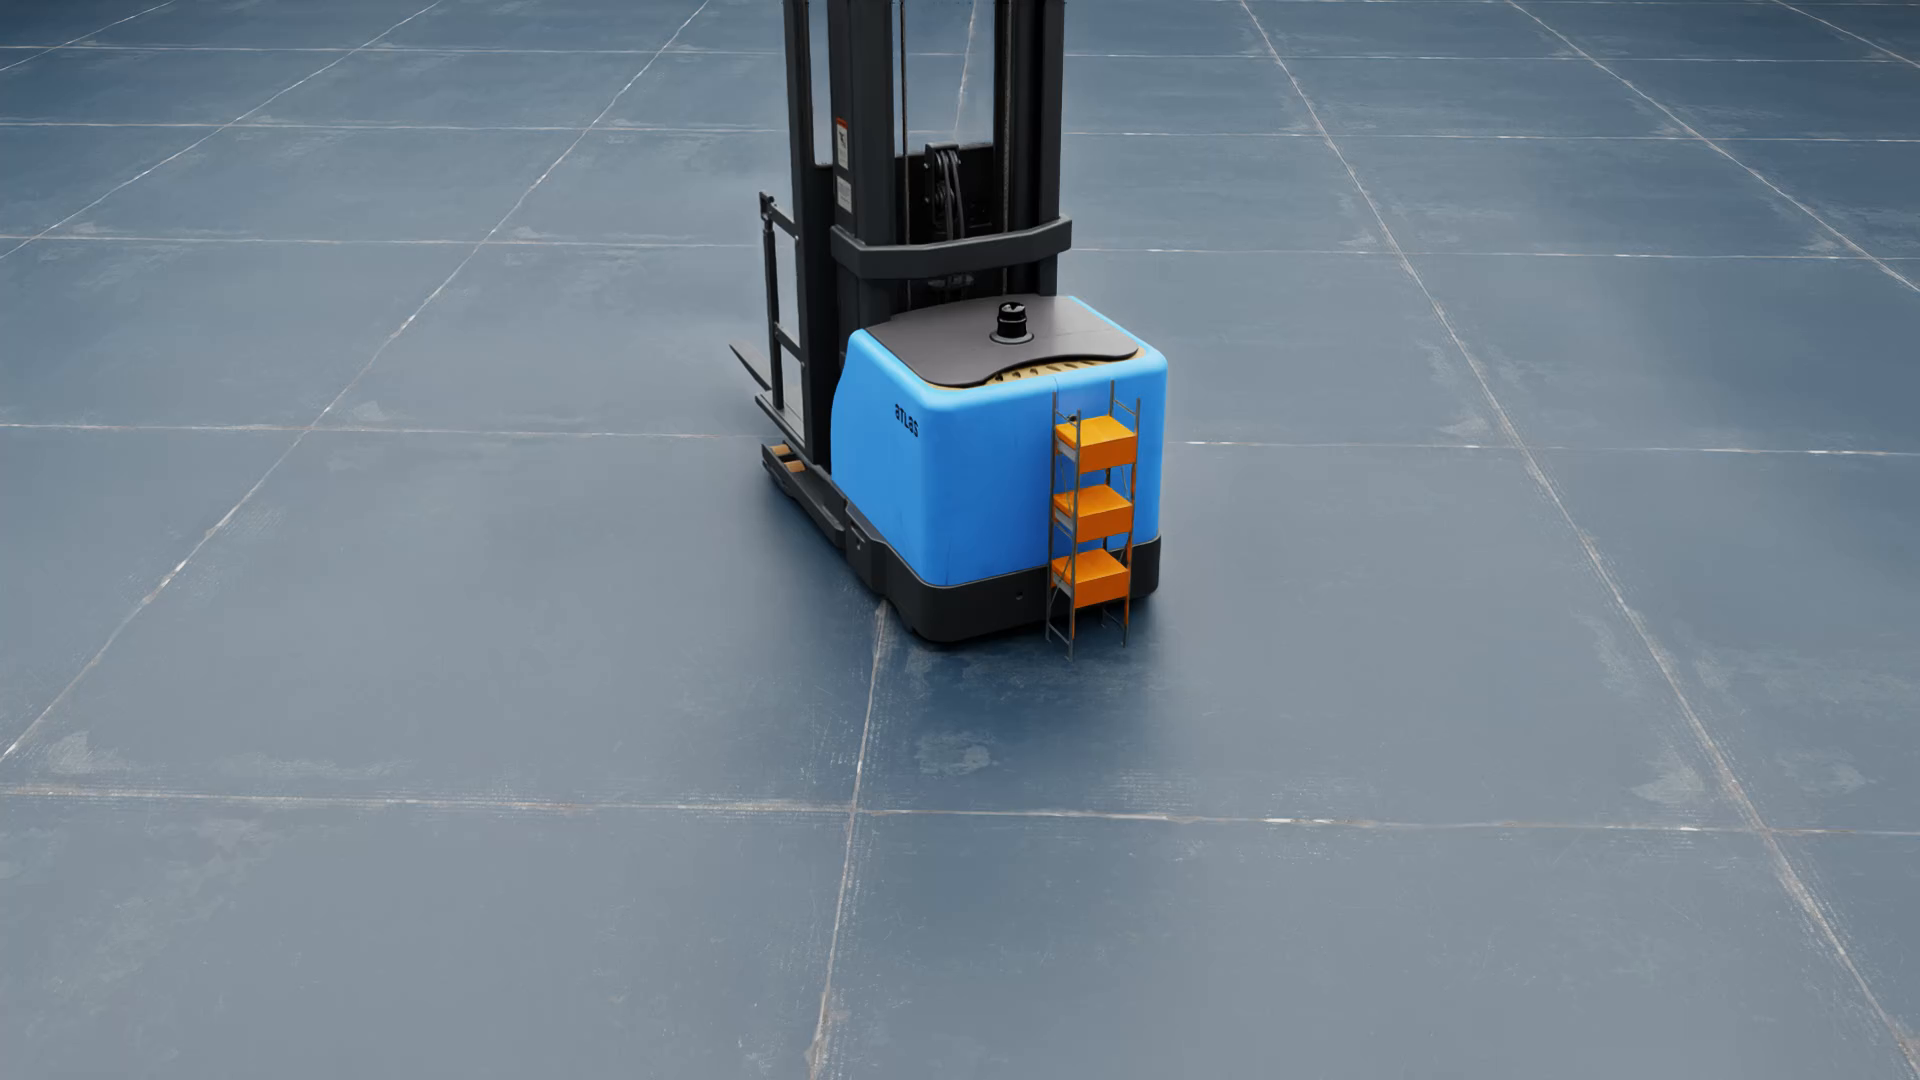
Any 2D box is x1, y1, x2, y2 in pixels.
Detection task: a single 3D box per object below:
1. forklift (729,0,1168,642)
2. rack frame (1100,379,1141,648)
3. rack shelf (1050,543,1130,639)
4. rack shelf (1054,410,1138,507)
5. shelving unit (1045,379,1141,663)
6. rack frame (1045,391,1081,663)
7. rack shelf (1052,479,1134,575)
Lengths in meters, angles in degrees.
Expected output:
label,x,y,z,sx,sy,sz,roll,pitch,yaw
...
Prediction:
label,x,y,z,sx,sy,sz,roll,pitch,yaw
forklift,-0.272,-1.570,7.082,1.130,2.935,3.031,-12,30,-22
rack frame,0.602,-0.085,6.290,0.008,1.050,0.200,-13,30,-23
rack shelf,0.492,0.194,6.379,0.240,0.259,0.215,-13,30,-23
rack shelf,0.492,-0.302,6.116,0.240,0.259,0.215,-13,30,-23
shelving unit,0.492,-0.061,6.244,0.252,1.050,0.215,-13,30,-23
rack frame,0.382,-0.036,6.197,0.008,1.050,0.200,-13,30,-23
rack shelf,0.492,-0.051,6.249,0.240,0.259,0.215,-13,30,-23
